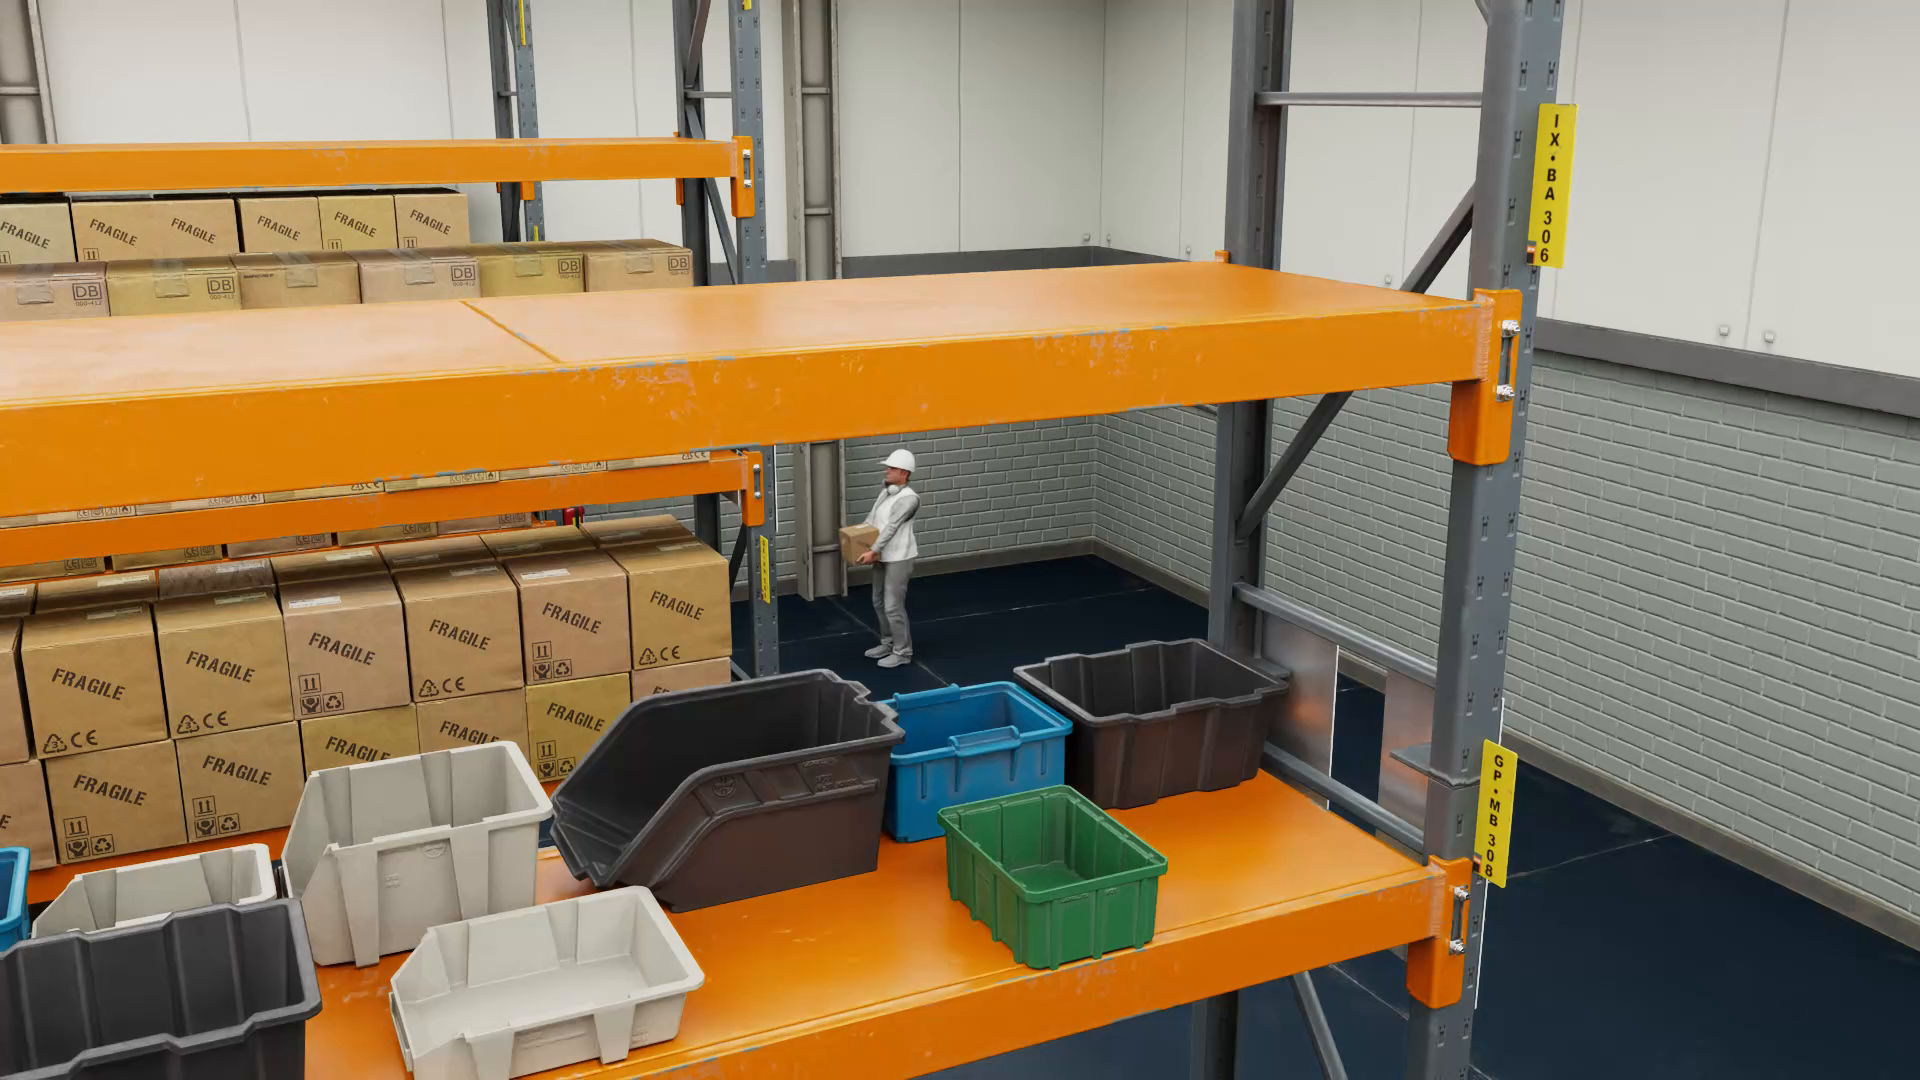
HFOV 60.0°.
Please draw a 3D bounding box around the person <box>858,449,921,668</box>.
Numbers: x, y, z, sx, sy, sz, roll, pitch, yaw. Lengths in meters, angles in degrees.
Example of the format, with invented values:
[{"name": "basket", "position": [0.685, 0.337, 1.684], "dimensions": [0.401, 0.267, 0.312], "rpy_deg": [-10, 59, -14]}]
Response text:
[{"name": "person", "position": [-0.620, 0.145, 13.435], "dimensions": [0.551, 1.770, 0.499], "rpy_deg": [-7, 17, -25]}]
